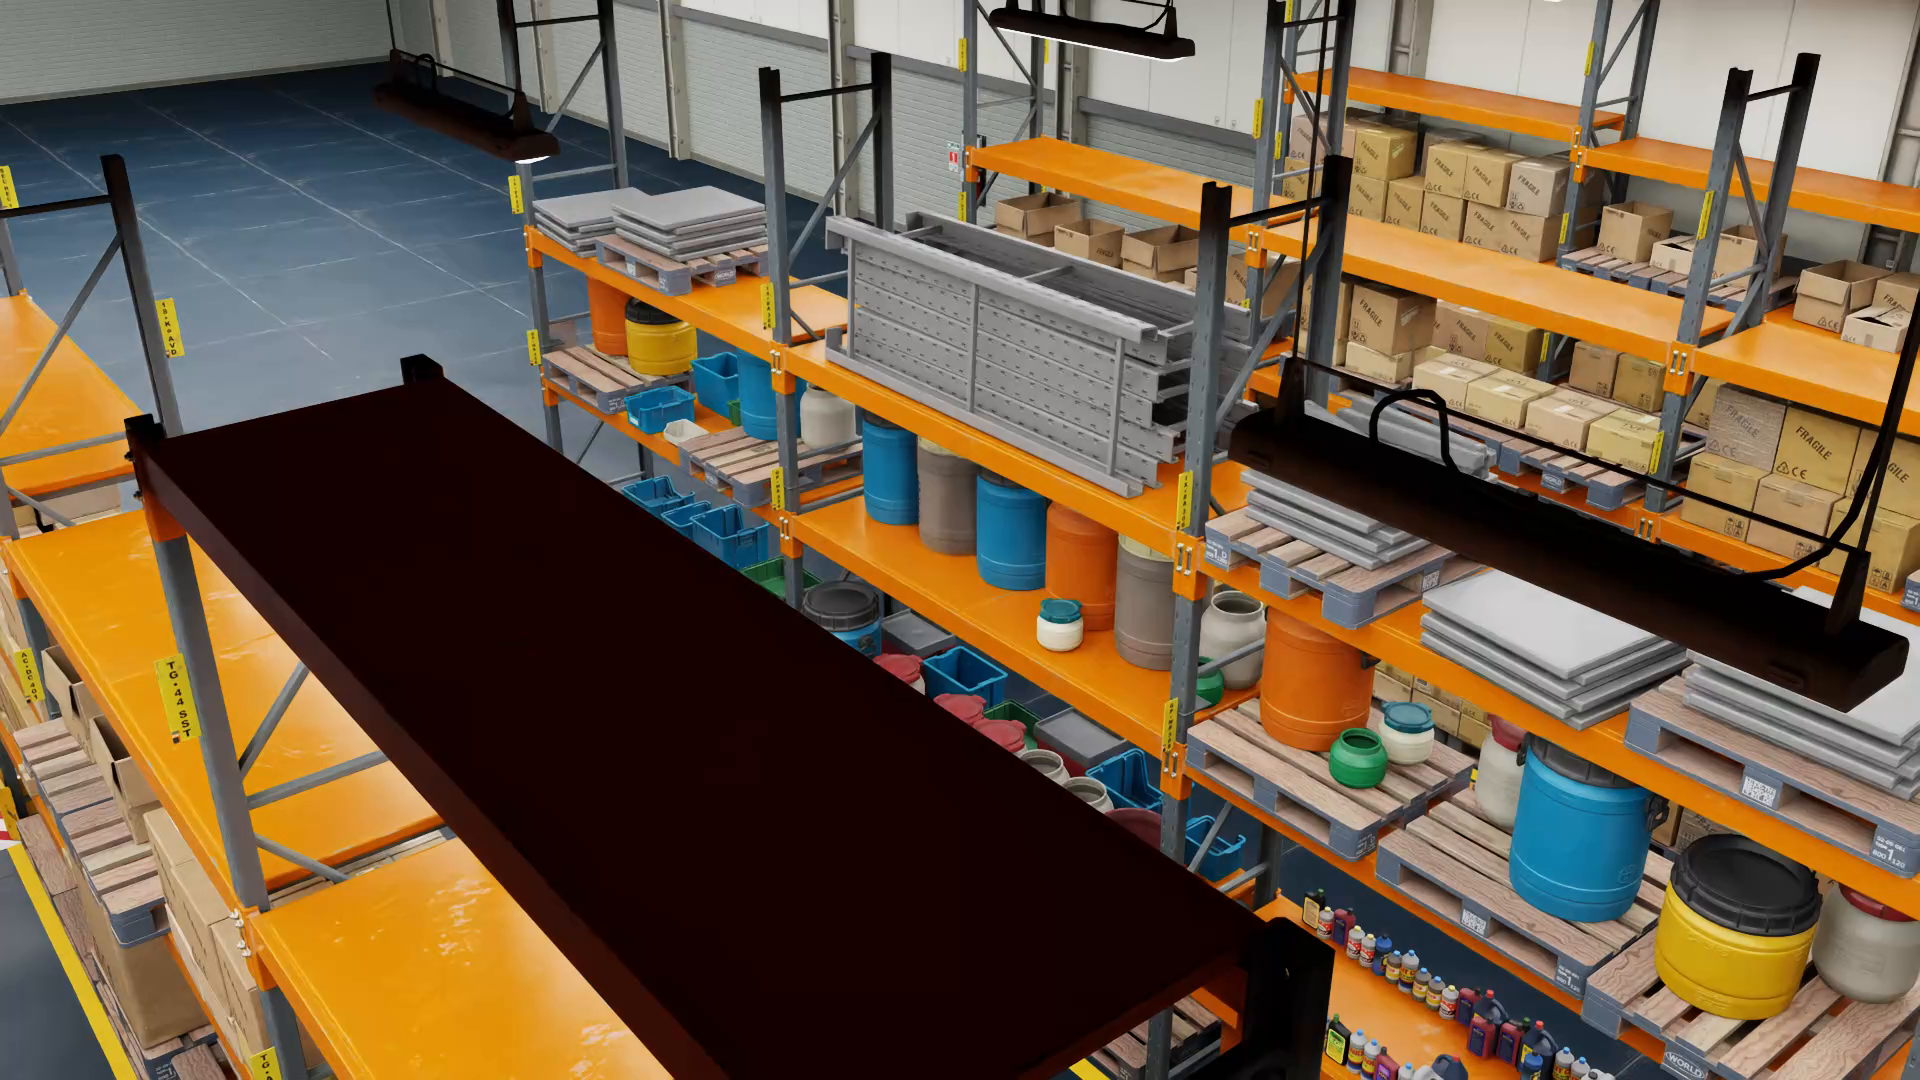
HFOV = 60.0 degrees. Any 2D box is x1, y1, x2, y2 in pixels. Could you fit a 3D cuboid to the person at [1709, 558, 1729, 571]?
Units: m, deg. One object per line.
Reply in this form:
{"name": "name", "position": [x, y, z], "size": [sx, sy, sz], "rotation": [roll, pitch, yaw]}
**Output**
{"name": "person", "position": [6.439, 0.811, 14.531], "size": [0.620, 1.778, 0.535], "rotation": [-17, 31, -31]}
